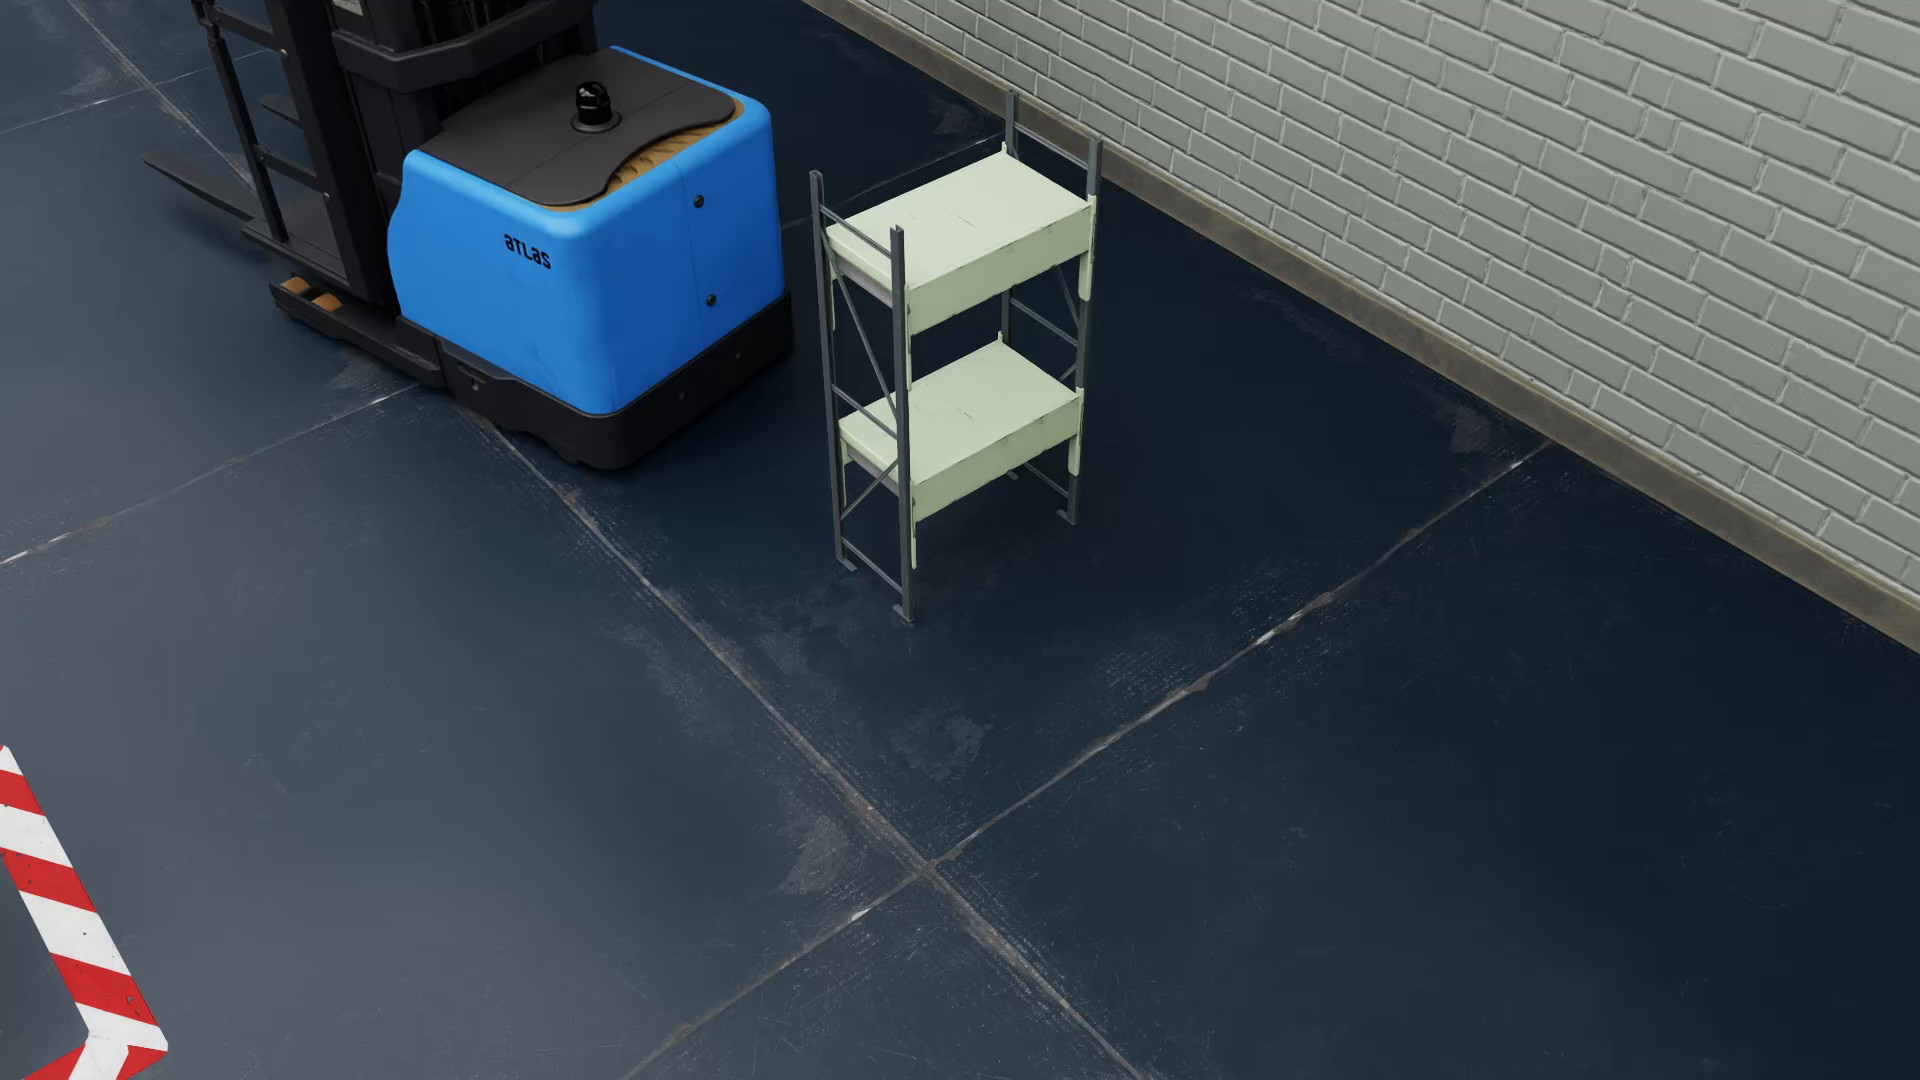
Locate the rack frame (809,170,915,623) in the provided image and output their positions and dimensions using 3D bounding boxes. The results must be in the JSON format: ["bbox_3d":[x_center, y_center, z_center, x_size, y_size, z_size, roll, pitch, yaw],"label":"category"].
[{"bbox_3d":[-0.286,-0.383,5.062,0.023,1.500,0.400,-30,51,-28],"label":"rack frame"}]

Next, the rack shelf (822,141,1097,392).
[{"bbox_3d":[-0.005,-0.828,4.966,0.720,0.370,0.431,-30,51,-28],"label":"rack shelf"}]

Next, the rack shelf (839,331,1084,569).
[{"bbox_3d":[-0.005,-0.306,5.457,0.720,0.370,0.431,-30,51,-28],"label":"rack shelf"}]

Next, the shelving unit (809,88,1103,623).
[{"bbox_3d":[-0.005,-0.544,5.233,0.755,1.500,0.431,-30,51,-28],"label":"shelving unit"}]

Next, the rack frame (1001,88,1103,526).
[{"bbox_3d":[0.276,-0.705,5.405,0.023,1.500,0.400,-30,51,-28],"label":"rack frame"}]

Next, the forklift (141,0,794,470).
[{"bbox_3d":[-2.134,-2.141,5.889,3.031,2.935,1.130,27,49,26],"label":"forklift"}]
